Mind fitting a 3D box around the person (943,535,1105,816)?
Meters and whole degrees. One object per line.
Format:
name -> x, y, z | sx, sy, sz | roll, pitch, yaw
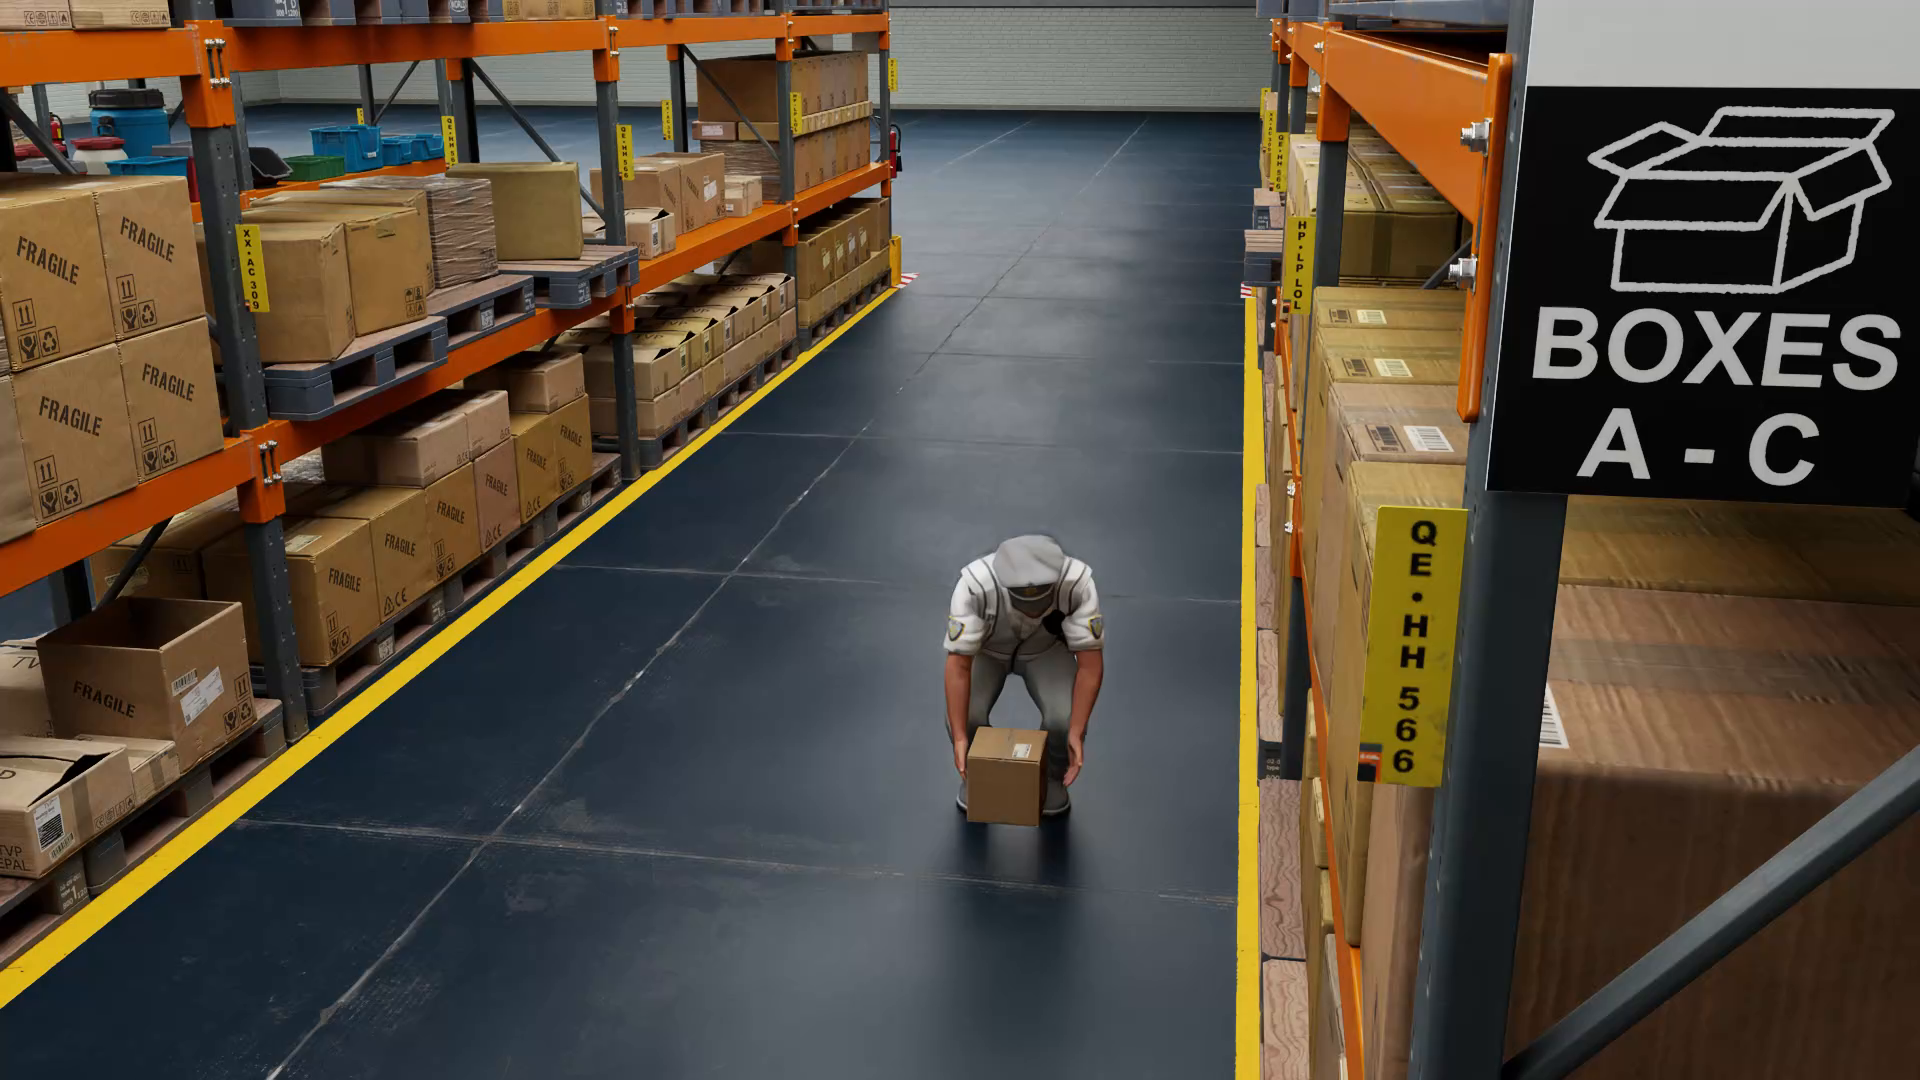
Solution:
person -> 0.234, 0.463, 6.066 | 0.575, 1.165, 0.904 | 1, 18, 3
